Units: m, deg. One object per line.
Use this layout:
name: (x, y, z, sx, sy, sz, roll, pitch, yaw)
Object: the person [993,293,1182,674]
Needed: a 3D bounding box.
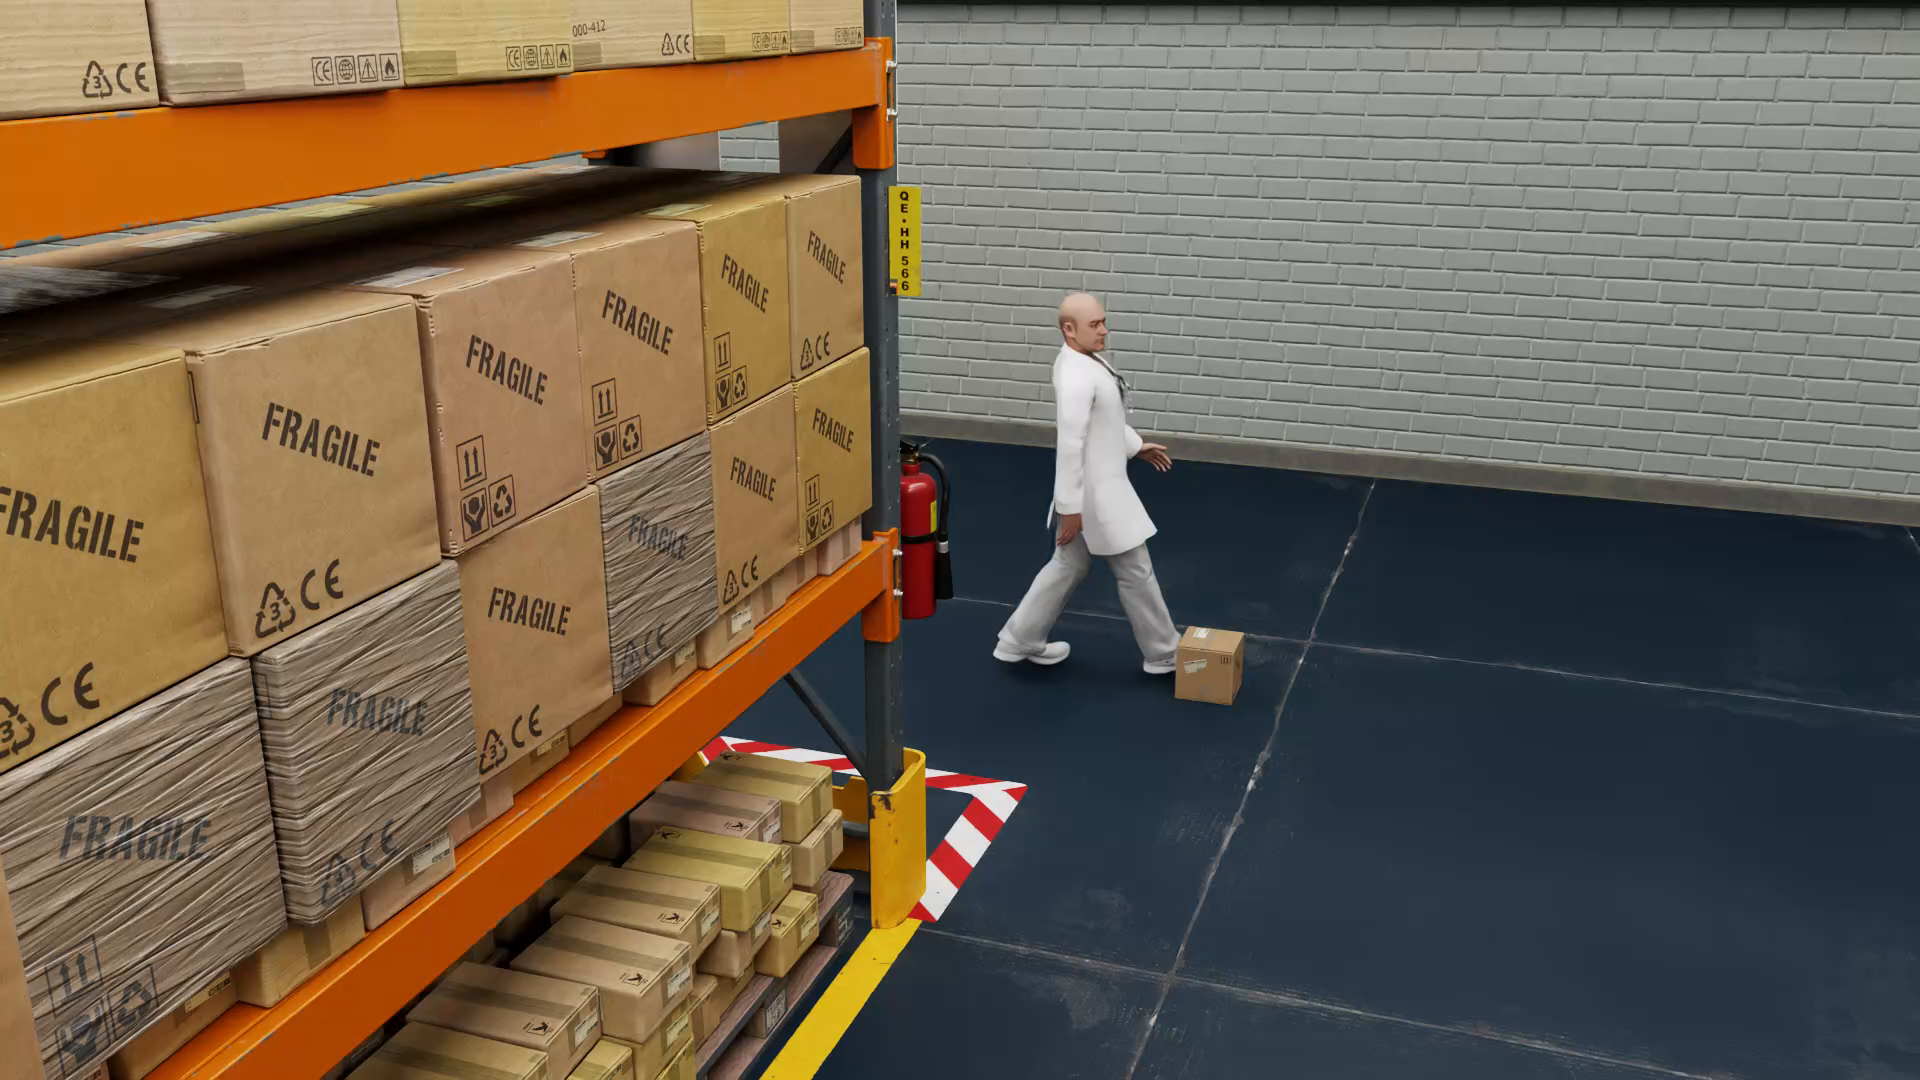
person: (0.669, -0.231, 7.309, 1.028, 1.729, 0.642, -1, 18, -2)
